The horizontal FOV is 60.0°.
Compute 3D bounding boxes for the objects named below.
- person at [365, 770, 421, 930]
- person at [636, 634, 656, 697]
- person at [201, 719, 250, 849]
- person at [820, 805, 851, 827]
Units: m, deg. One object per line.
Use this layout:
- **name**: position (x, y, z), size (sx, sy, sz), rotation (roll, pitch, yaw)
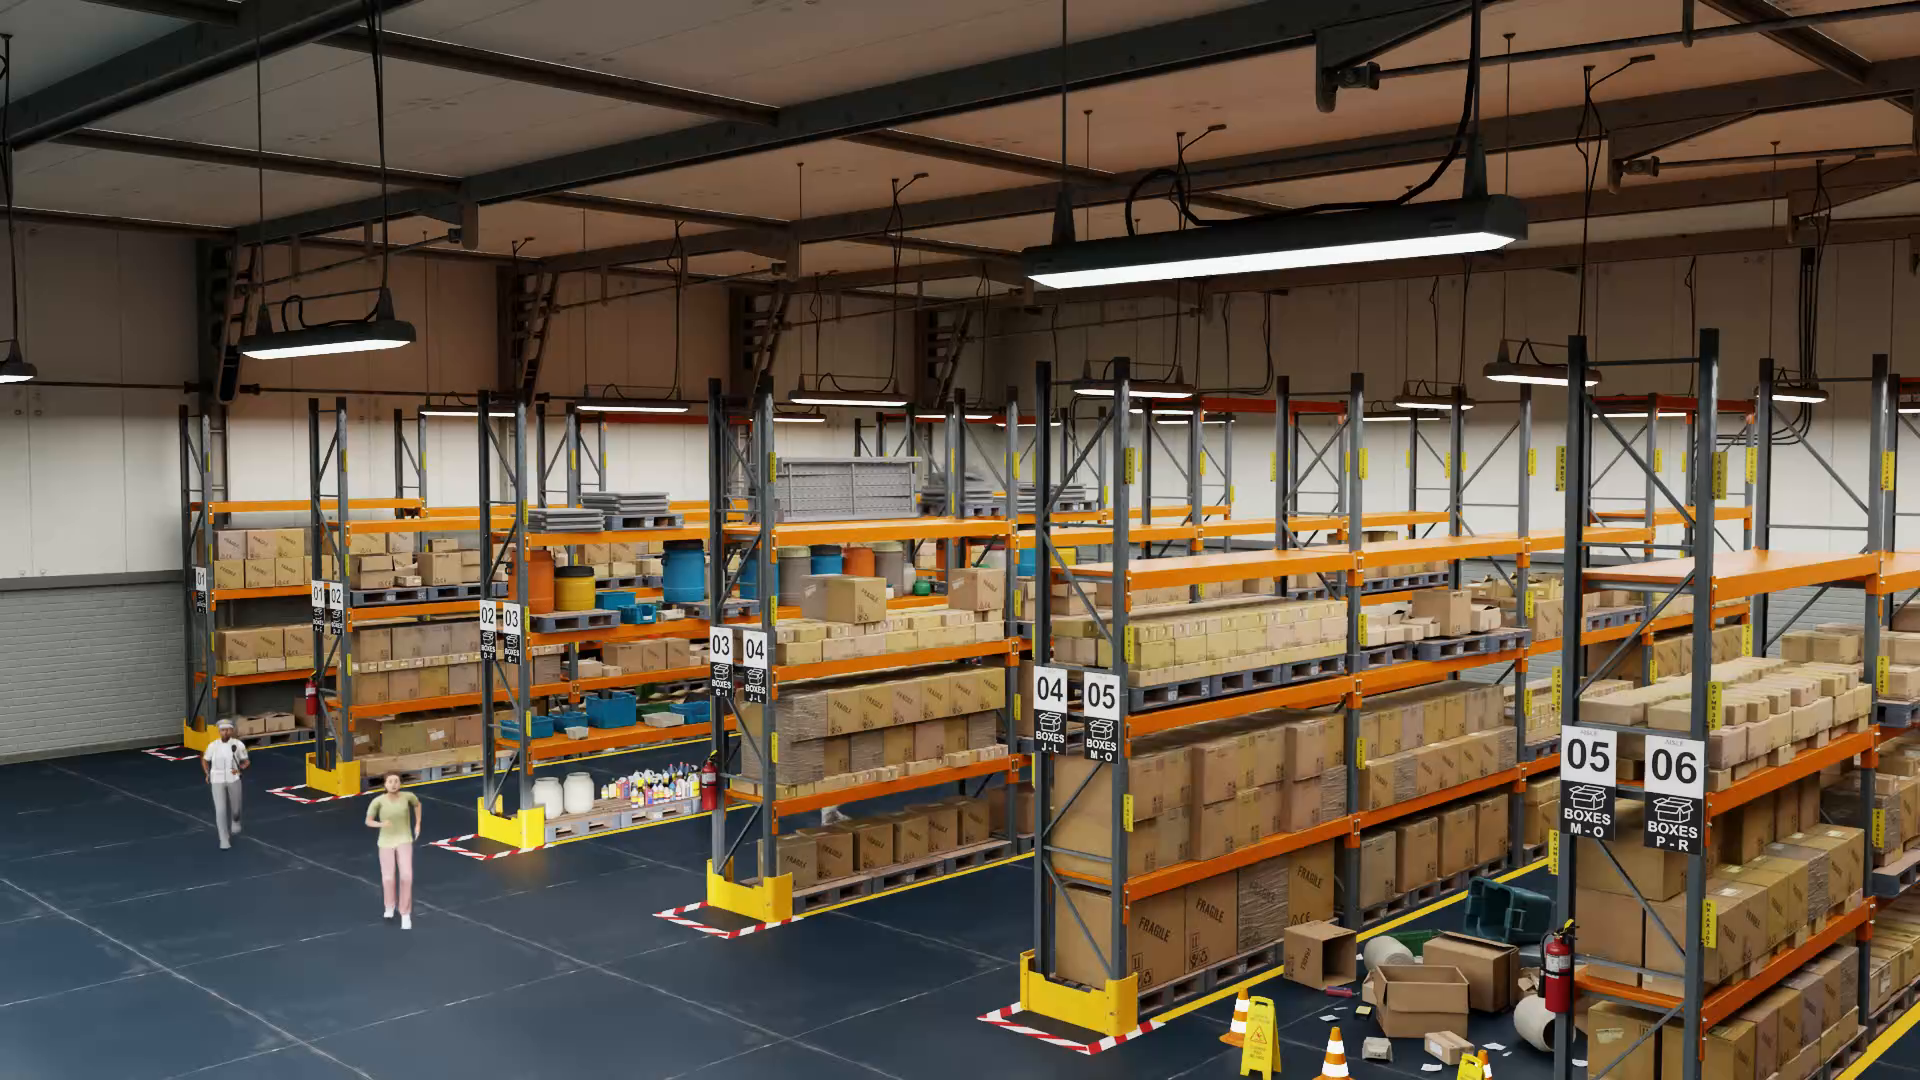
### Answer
- **person**: position (-6.189, 3.369, 18.186), size (0.597, 1.728, 0.728), rotation (-1, 3, -21)
- **person**: position (-5.872, 2.624, 31.567), size (0.657, 1.755, 0.760), rotation (3, 4, 44)
- **person**: position (-9.667, 3.177, 21.894), size (0.586, 1.663, 0.750), rotation (-1, 3, -21)
- **person**: position (-1.630, 3.155, 21.388), size (0.628, 1.789, 0.941), rotation (2, 4, 36)
